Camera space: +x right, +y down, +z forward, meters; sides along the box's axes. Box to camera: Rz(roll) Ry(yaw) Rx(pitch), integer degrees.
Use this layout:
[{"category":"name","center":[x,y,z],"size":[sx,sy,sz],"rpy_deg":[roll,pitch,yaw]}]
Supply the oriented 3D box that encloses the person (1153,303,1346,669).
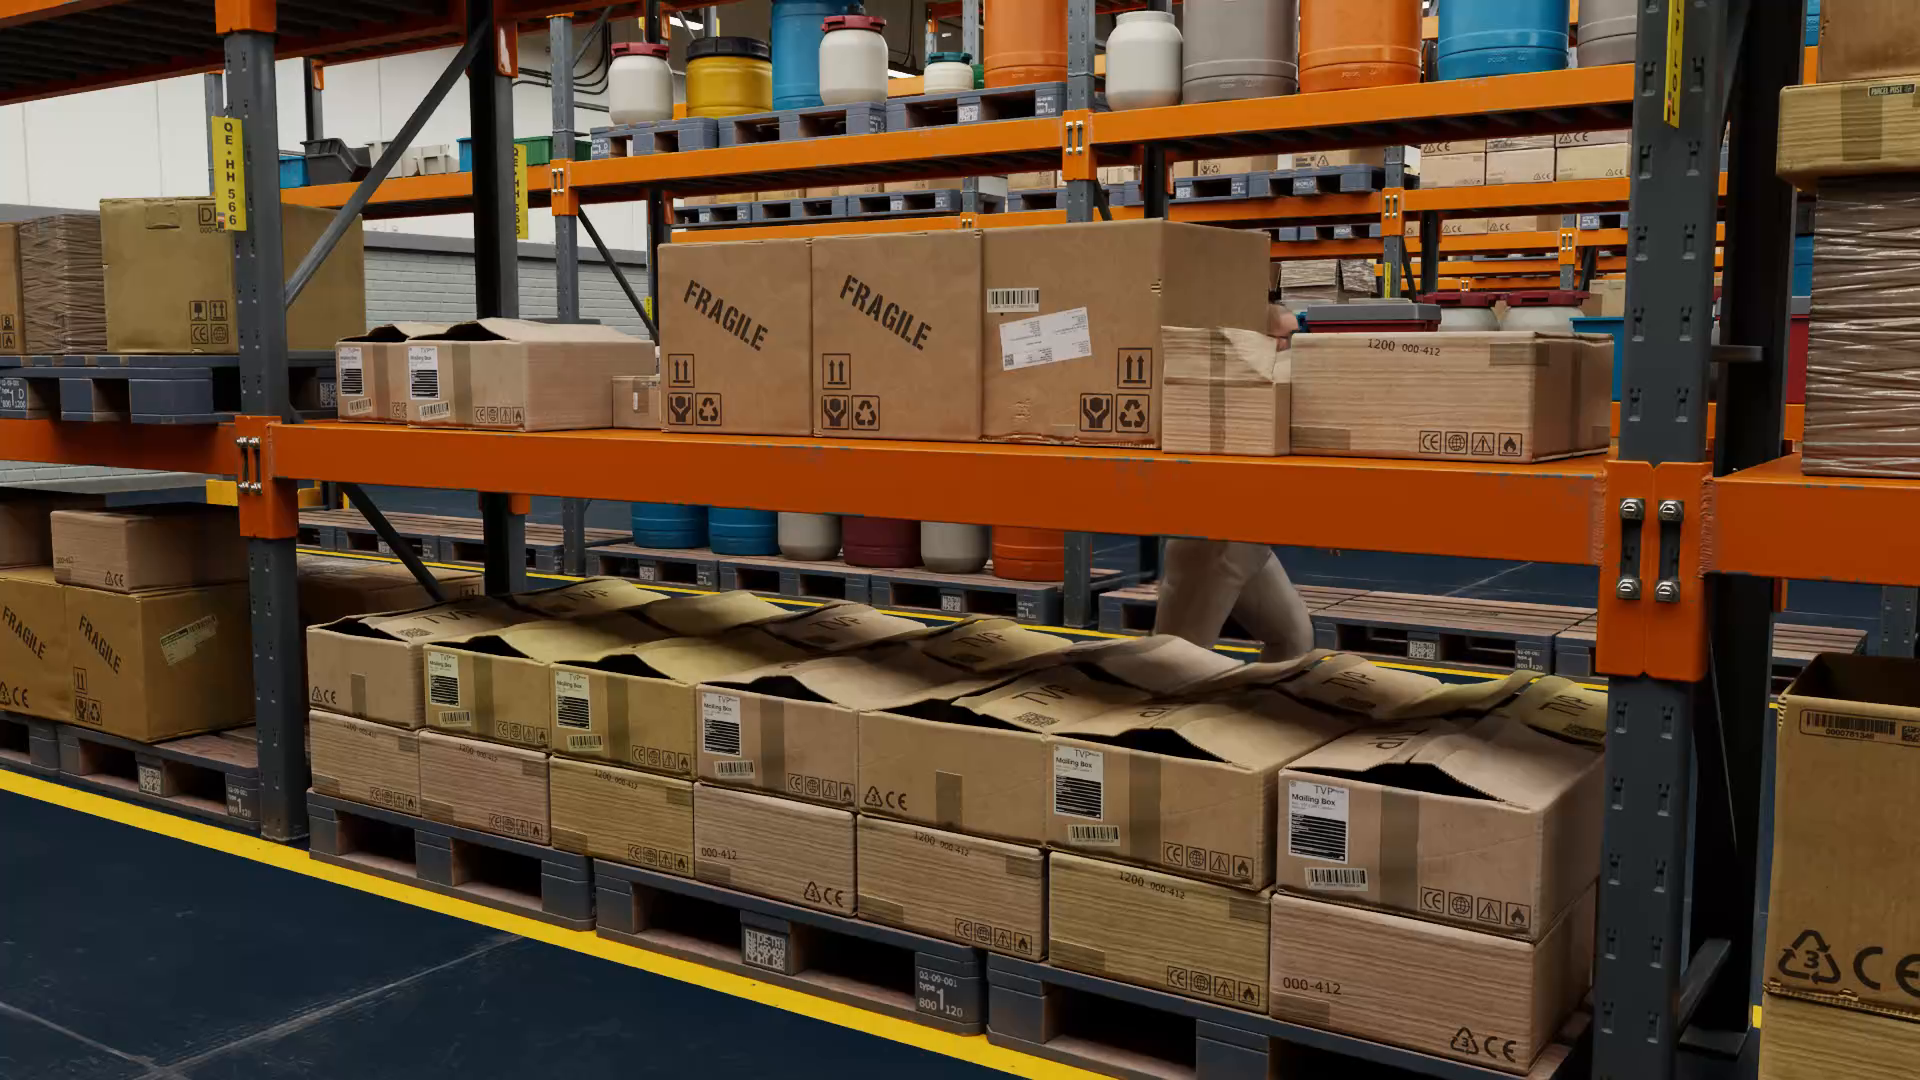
[{"category":"person","center":[0.919,0.036,5.665],"size":[0.815,1.671,0.696],"rpy_deg":[2,7,19]}]
